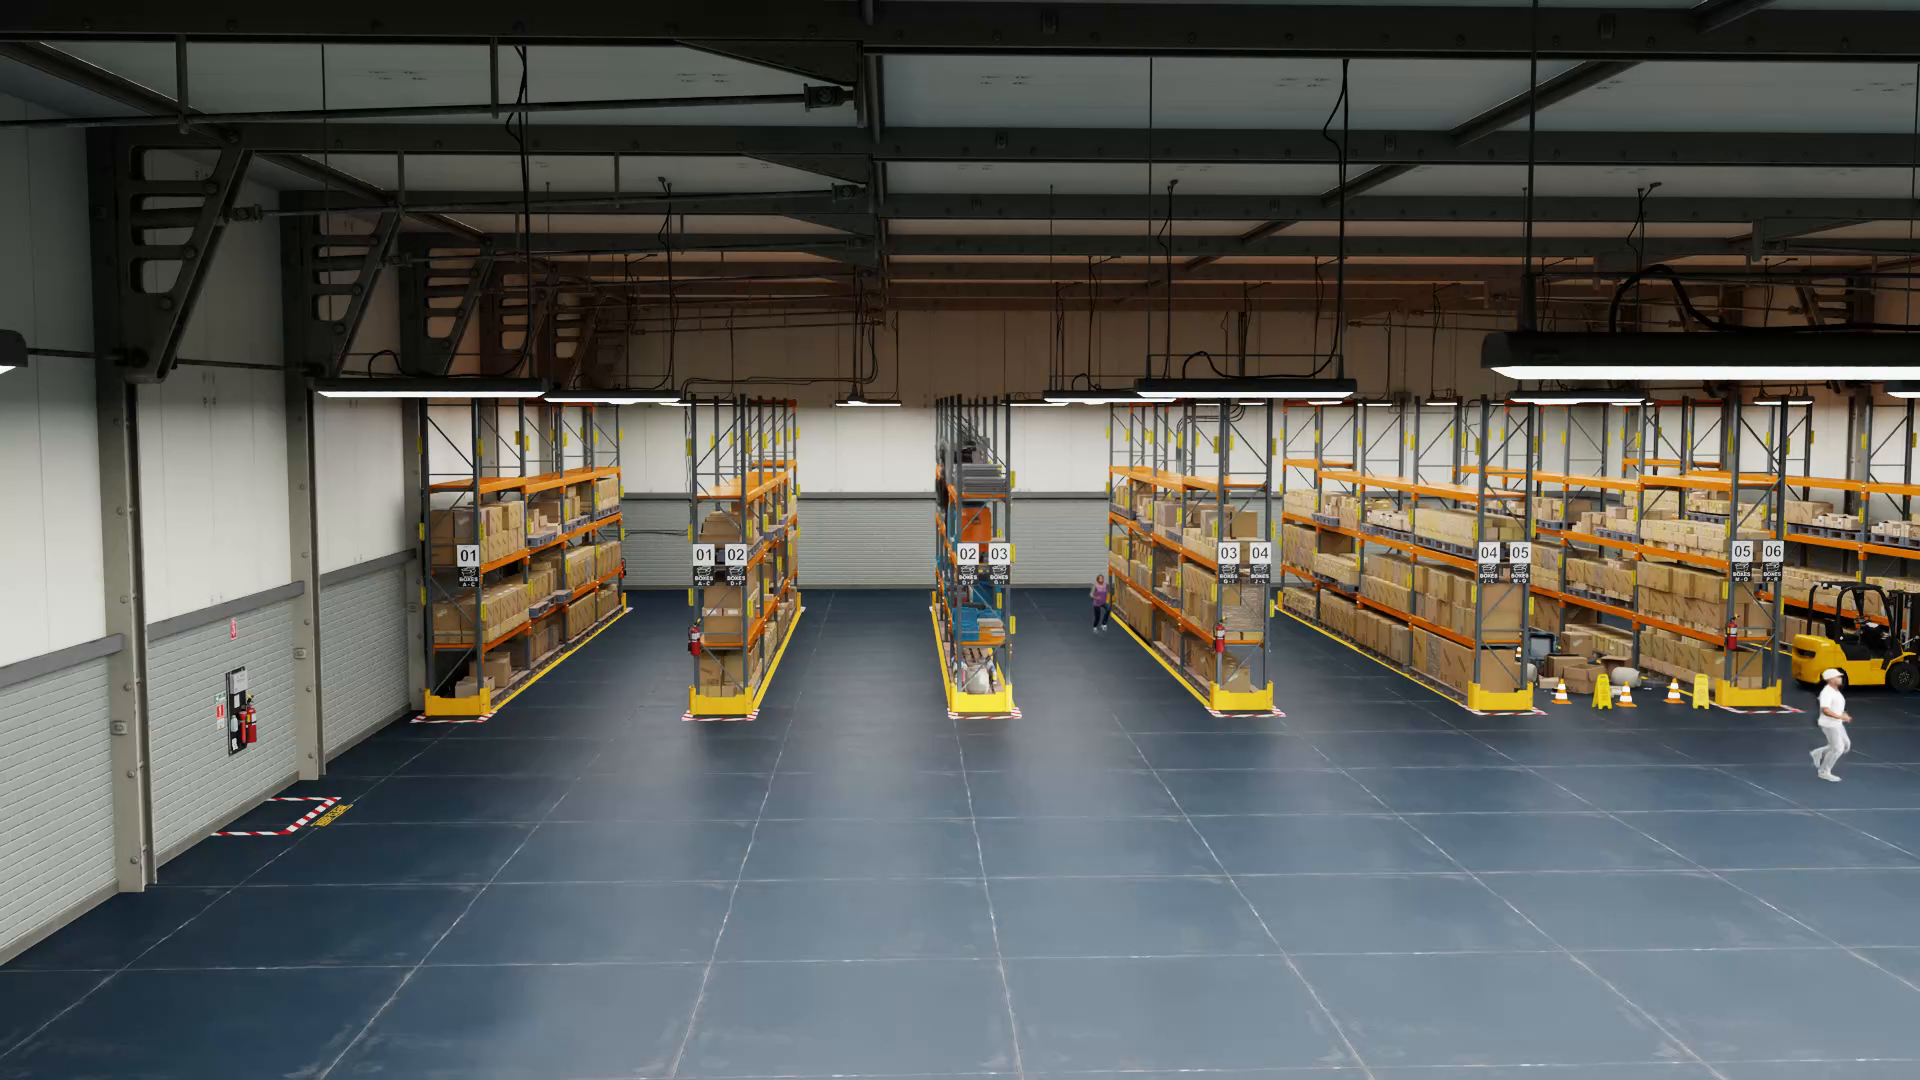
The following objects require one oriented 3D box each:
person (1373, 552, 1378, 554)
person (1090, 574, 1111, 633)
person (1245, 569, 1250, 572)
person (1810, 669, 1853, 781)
[{"bbox_3d":[11.657,1.216,46.641,0.686,1.723,0.925,-1,5,-10],"label":"person"},{"bbox_3d":[3.497,1.602,41.529,0.538,1.512,0.888,-1,5,-11],"label":"person"},{"bbox_3d":[8.012,1.279,45.908,0.608,1.700,0.877,0,5,-5],"label":"person"},{"bbox_3d":[13.455,2.842,25.663,0.593,1.726,0.744,3,6,35],"label":"person"}]
